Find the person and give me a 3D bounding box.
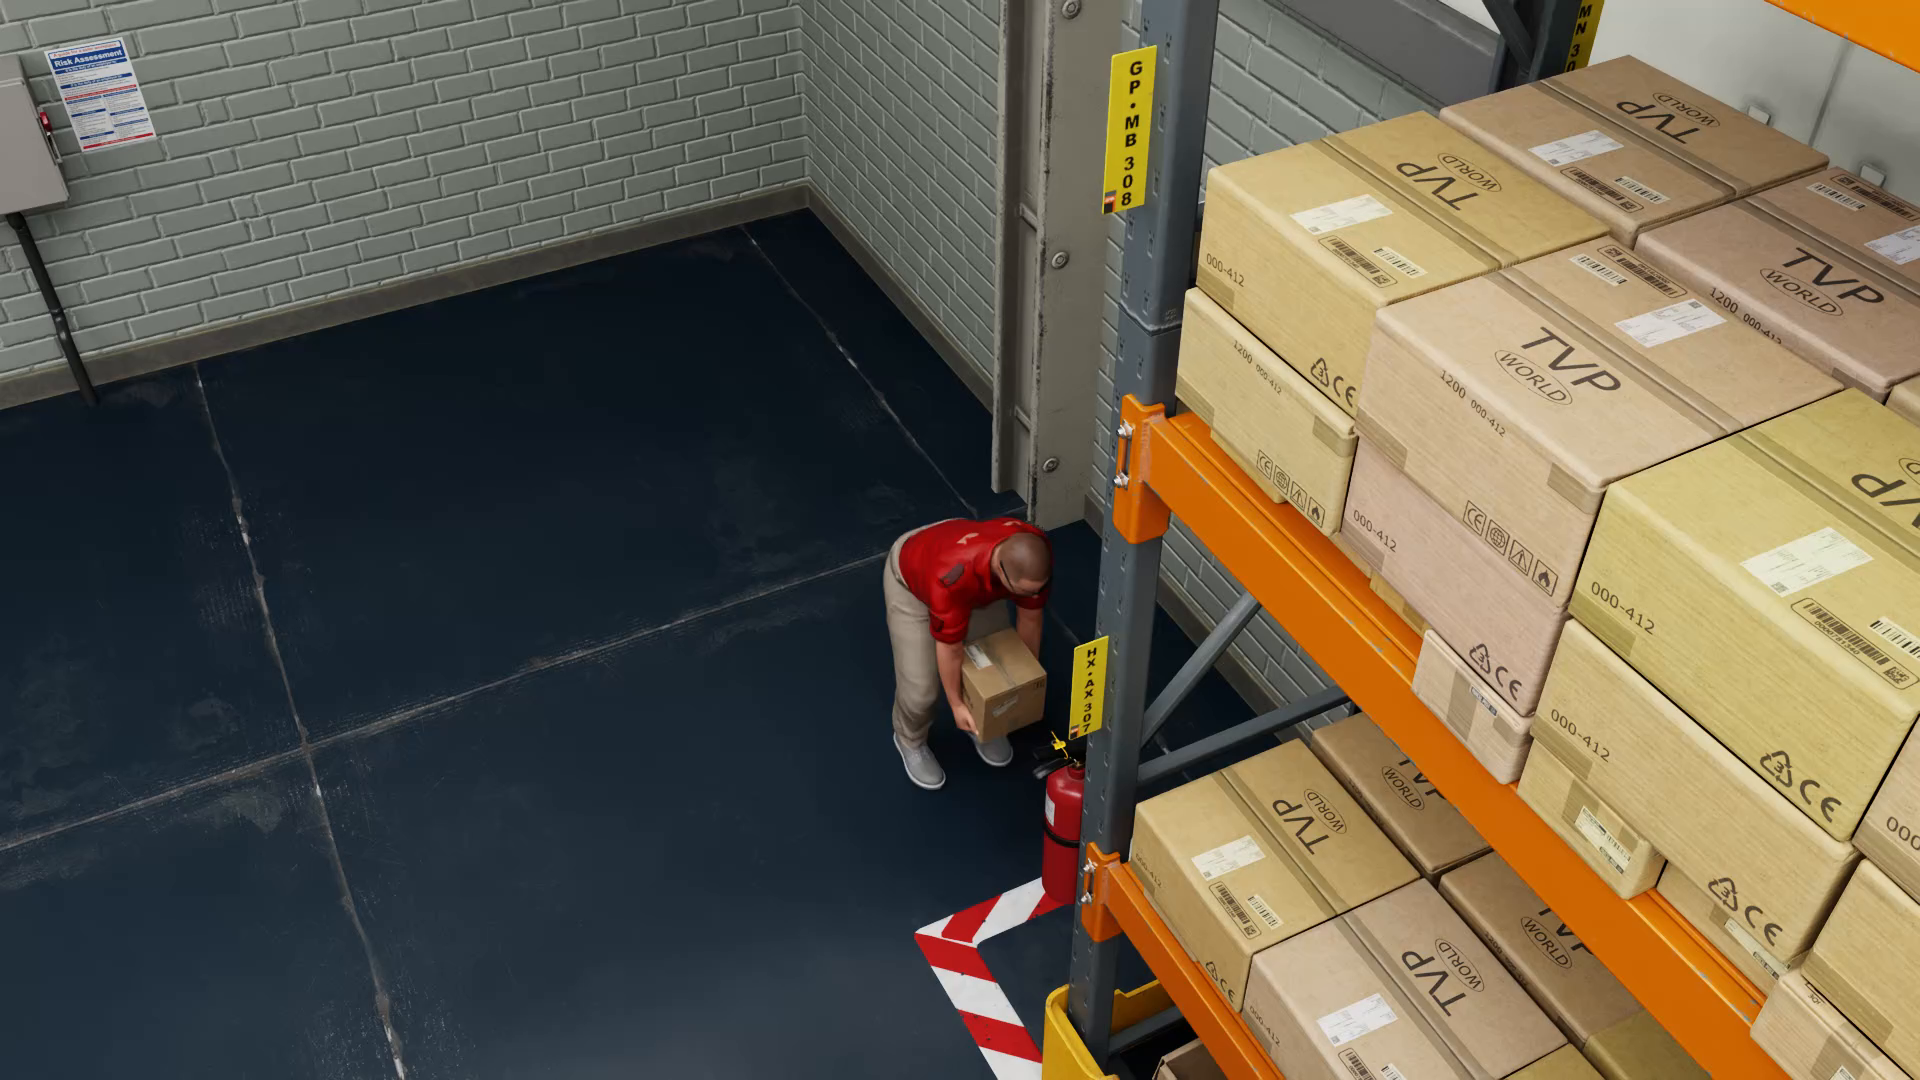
[{"bbox_3d":[0.046,0.375,5.960,0.488,1.446,0.816,-20,45,-21],"label":"person"}]
